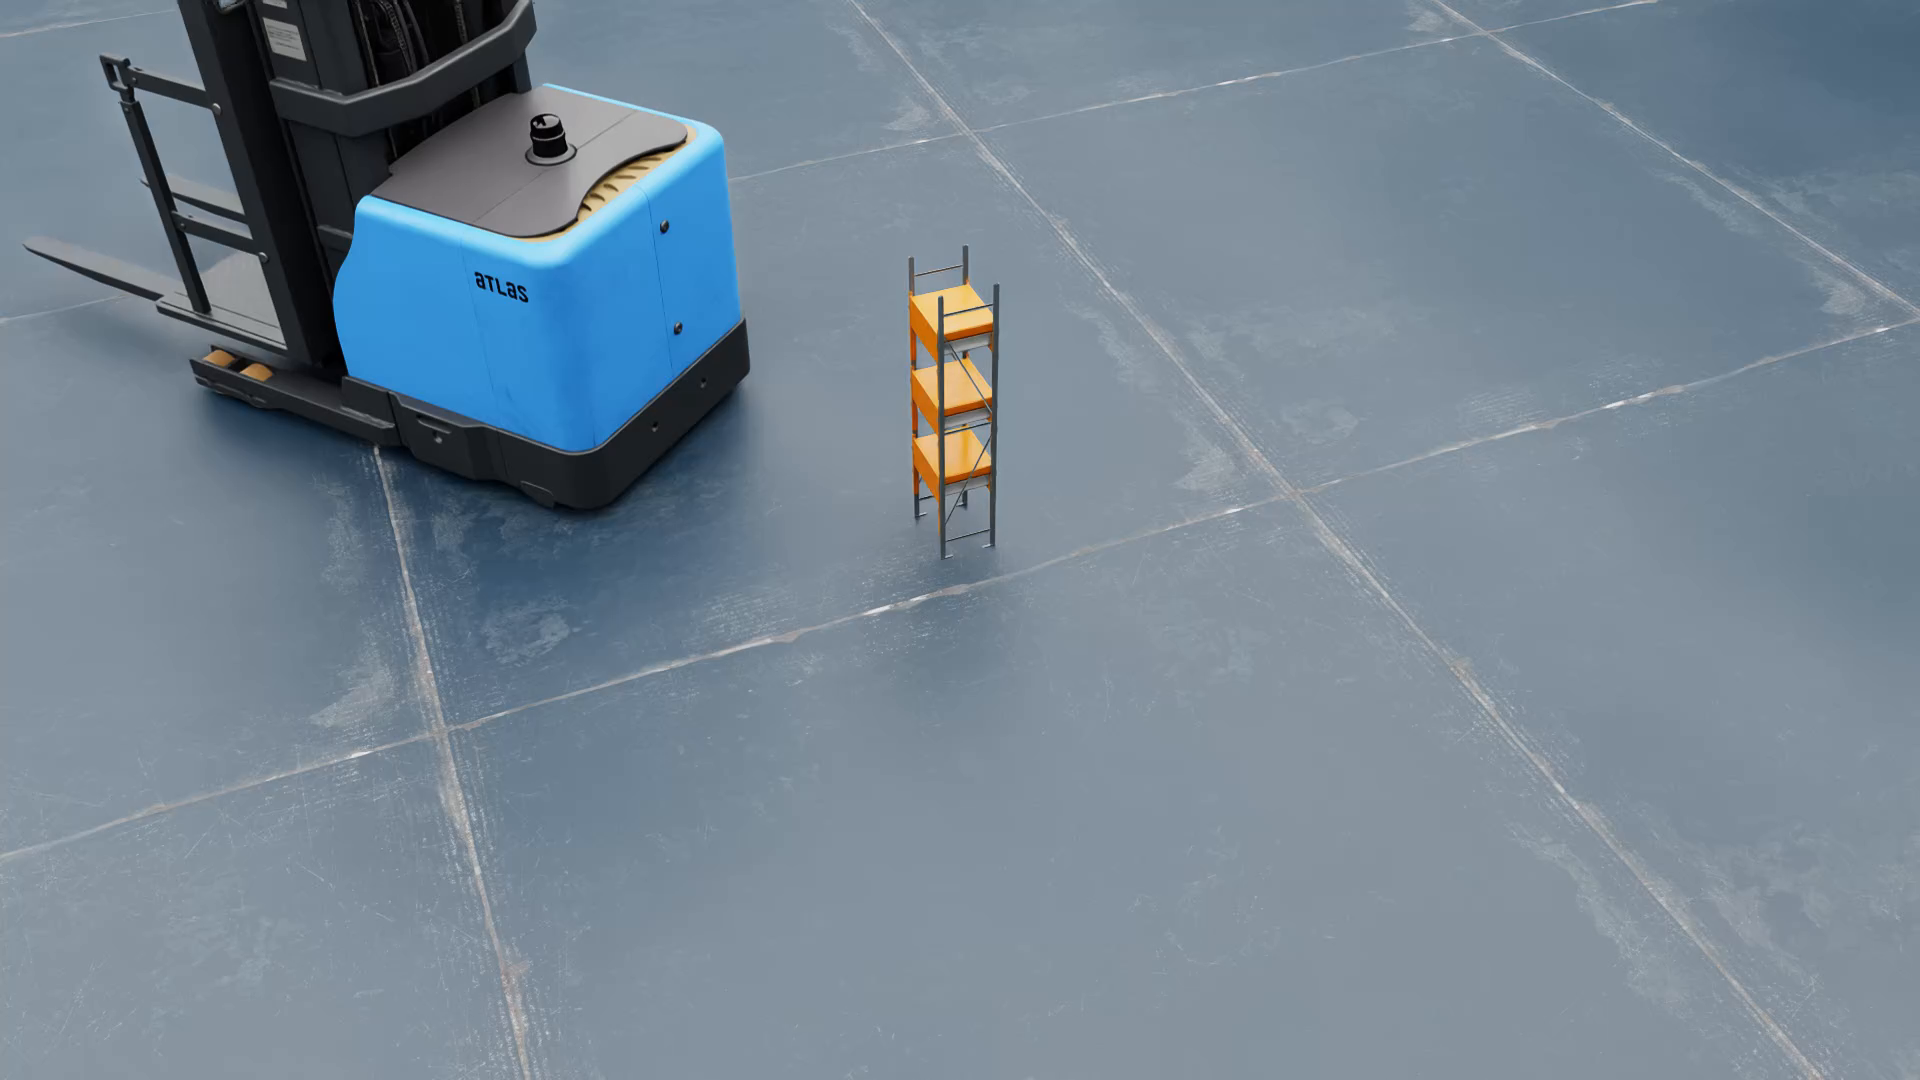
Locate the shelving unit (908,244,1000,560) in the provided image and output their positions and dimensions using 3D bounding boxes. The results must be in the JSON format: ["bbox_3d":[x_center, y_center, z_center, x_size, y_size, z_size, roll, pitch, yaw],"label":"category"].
[{"bbox_3d":[-0.020,-0.430,5.445,0.215,1.050,0.252,-15,43,-17],"label":"shelving unit"}]

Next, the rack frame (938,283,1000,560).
[{"bbox_3d":[0.026,-0.357,5.360,0.200,1.050,0.008,-15,43,-17],"label":"rack frame"}]

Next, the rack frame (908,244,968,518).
[{"bbox_3d":[-0.067,-0.504,5.531,0.200,1.050,0.008,-15,43,-17],"label":"rack frame"}]

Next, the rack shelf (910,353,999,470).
[{"bbox_3d":[-0.020,-0.422,5.452,0.215,0.259,0.240,-15,43,-17],"label":"rack shelf"}]

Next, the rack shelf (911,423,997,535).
[{"bbox_3d":[-0.020,-0.212,5.633,0.215,0.259,0.240,-15,43,-17],"label":"rack shelf"}]

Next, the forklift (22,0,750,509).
[{"bbox_3d":[-2.356,-1.898,5.710,3.031,2.935,1.130,19,44,20],"label":"forklift"}]

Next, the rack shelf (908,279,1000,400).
[{"bbox_3d":[-0.020,-0.637,5.267,0.215,0.259,0.240,-15,43,-17],"label":"rack shelf"}]
